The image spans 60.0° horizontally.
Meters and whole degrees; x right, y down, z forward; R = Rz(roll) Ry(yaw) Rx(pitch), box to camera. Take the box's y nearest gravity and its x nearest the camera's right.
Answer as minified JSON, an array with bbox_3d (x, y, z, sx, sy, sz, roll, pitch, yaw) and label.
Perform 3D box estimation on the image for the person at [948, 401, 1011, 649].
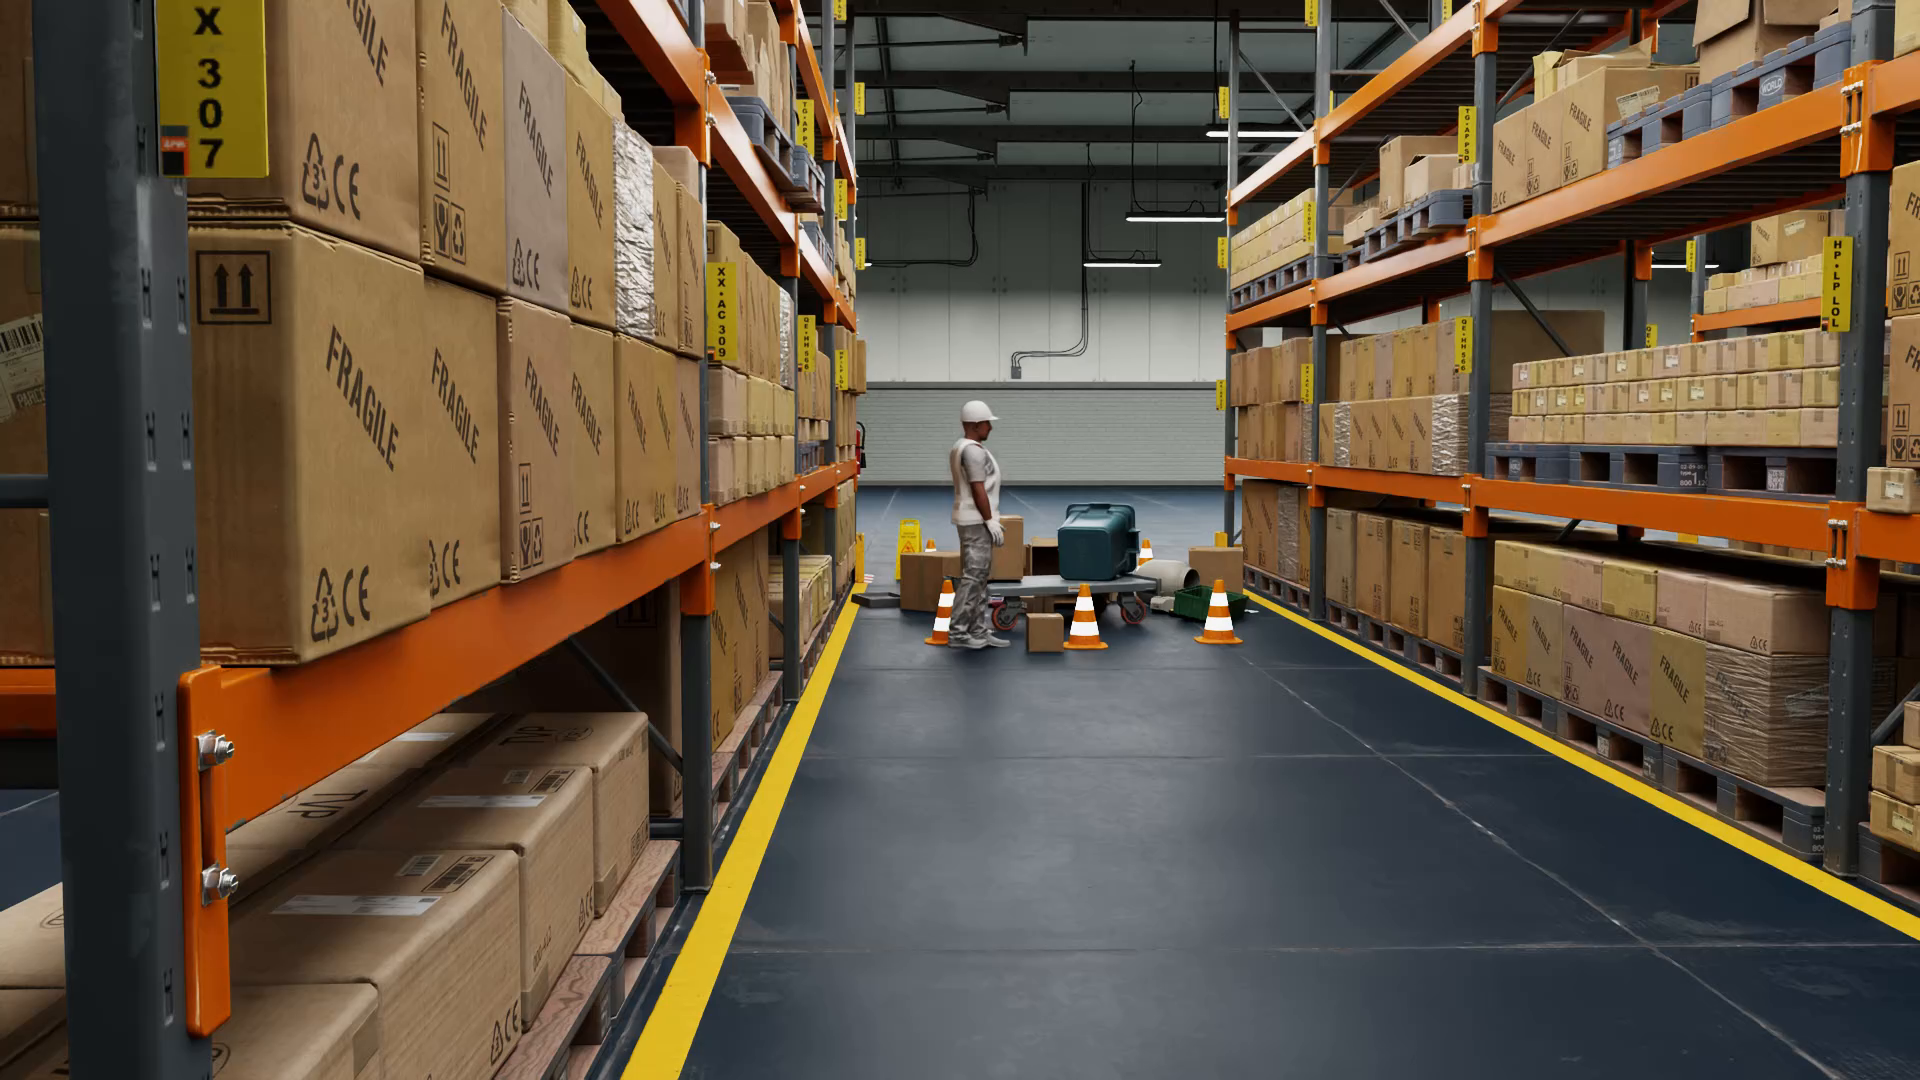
[{"bbox_3d":[0.147,-0.101,11.992,0.506,1.800,0.570,-1,4,-10],"label":"person"}]
